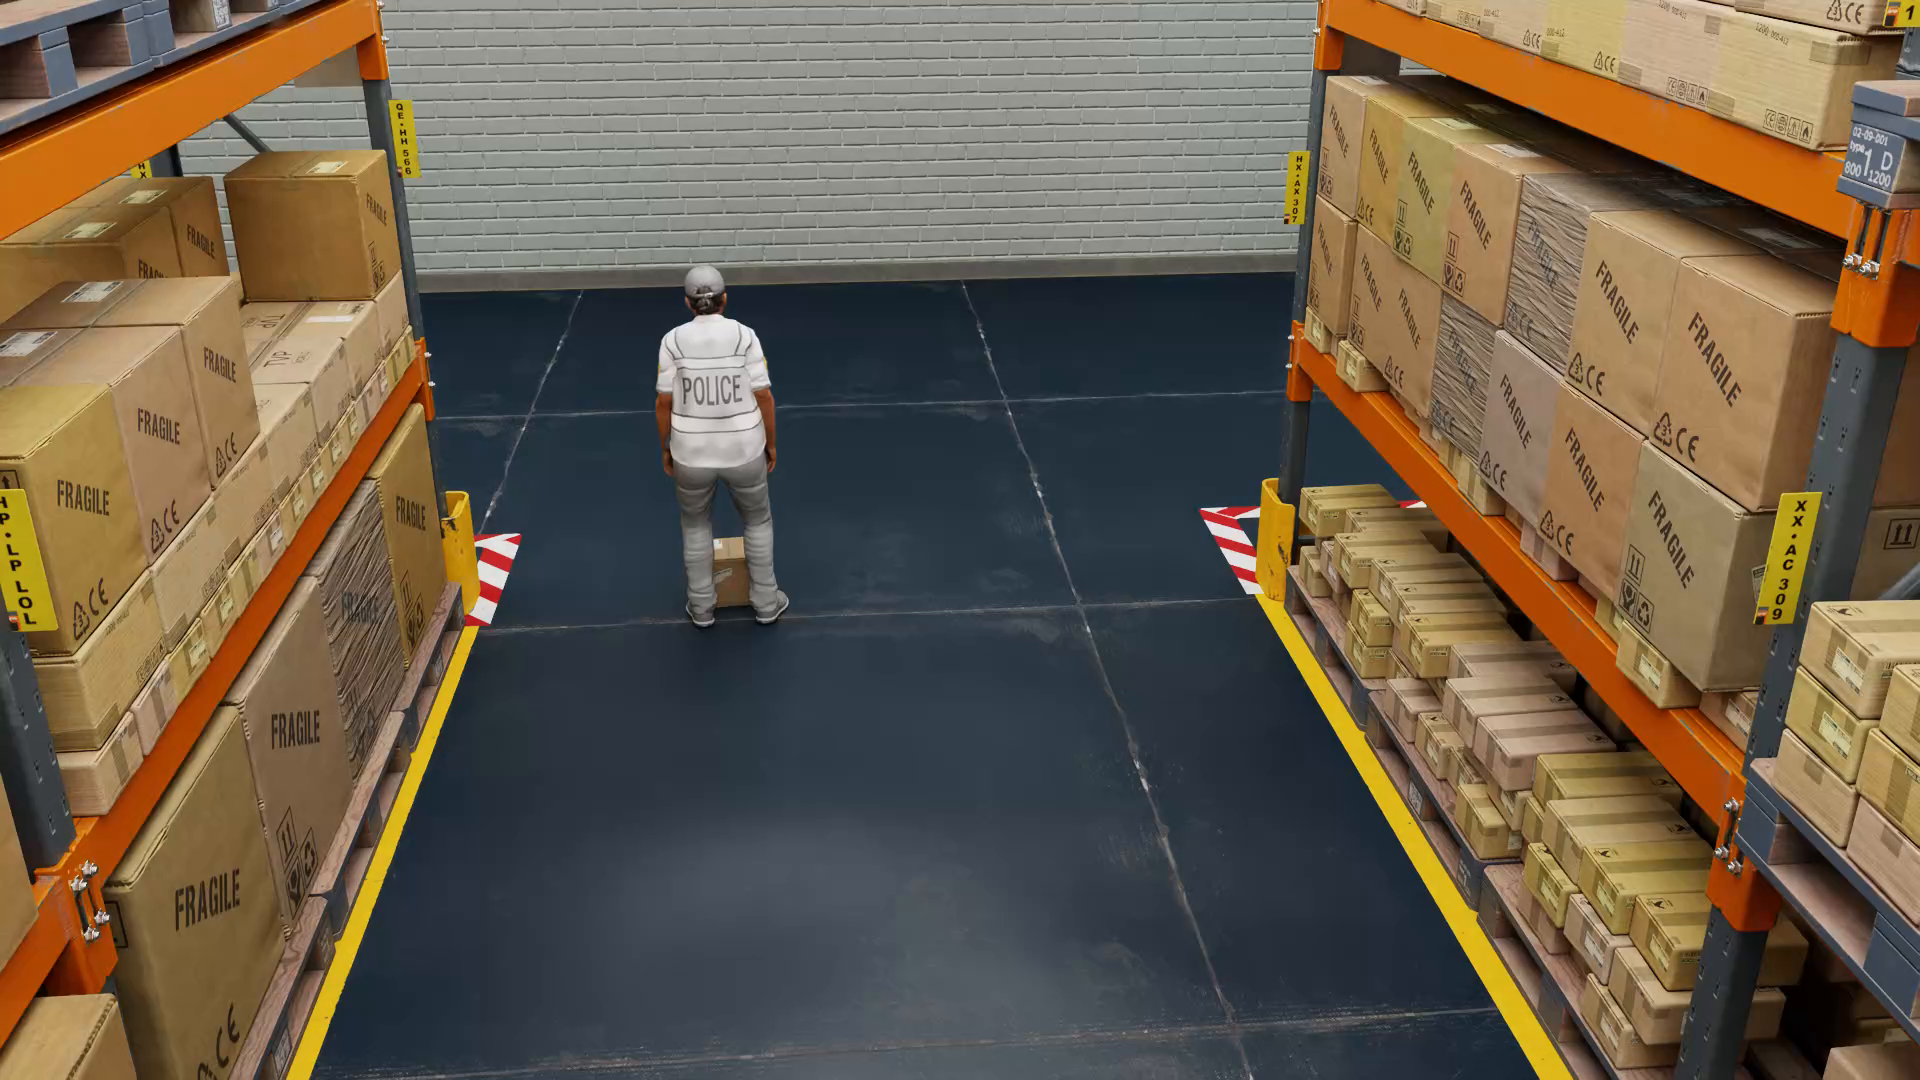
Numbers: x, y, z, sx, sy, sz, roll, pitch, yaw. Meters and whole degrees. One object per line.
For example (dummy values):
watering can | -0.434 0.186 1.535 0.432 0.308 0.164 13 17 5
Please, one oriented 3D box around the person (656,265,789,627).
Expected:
person | -1.081 -0.407 7.511 0.543 1.666 0.471 -2 24 -5
